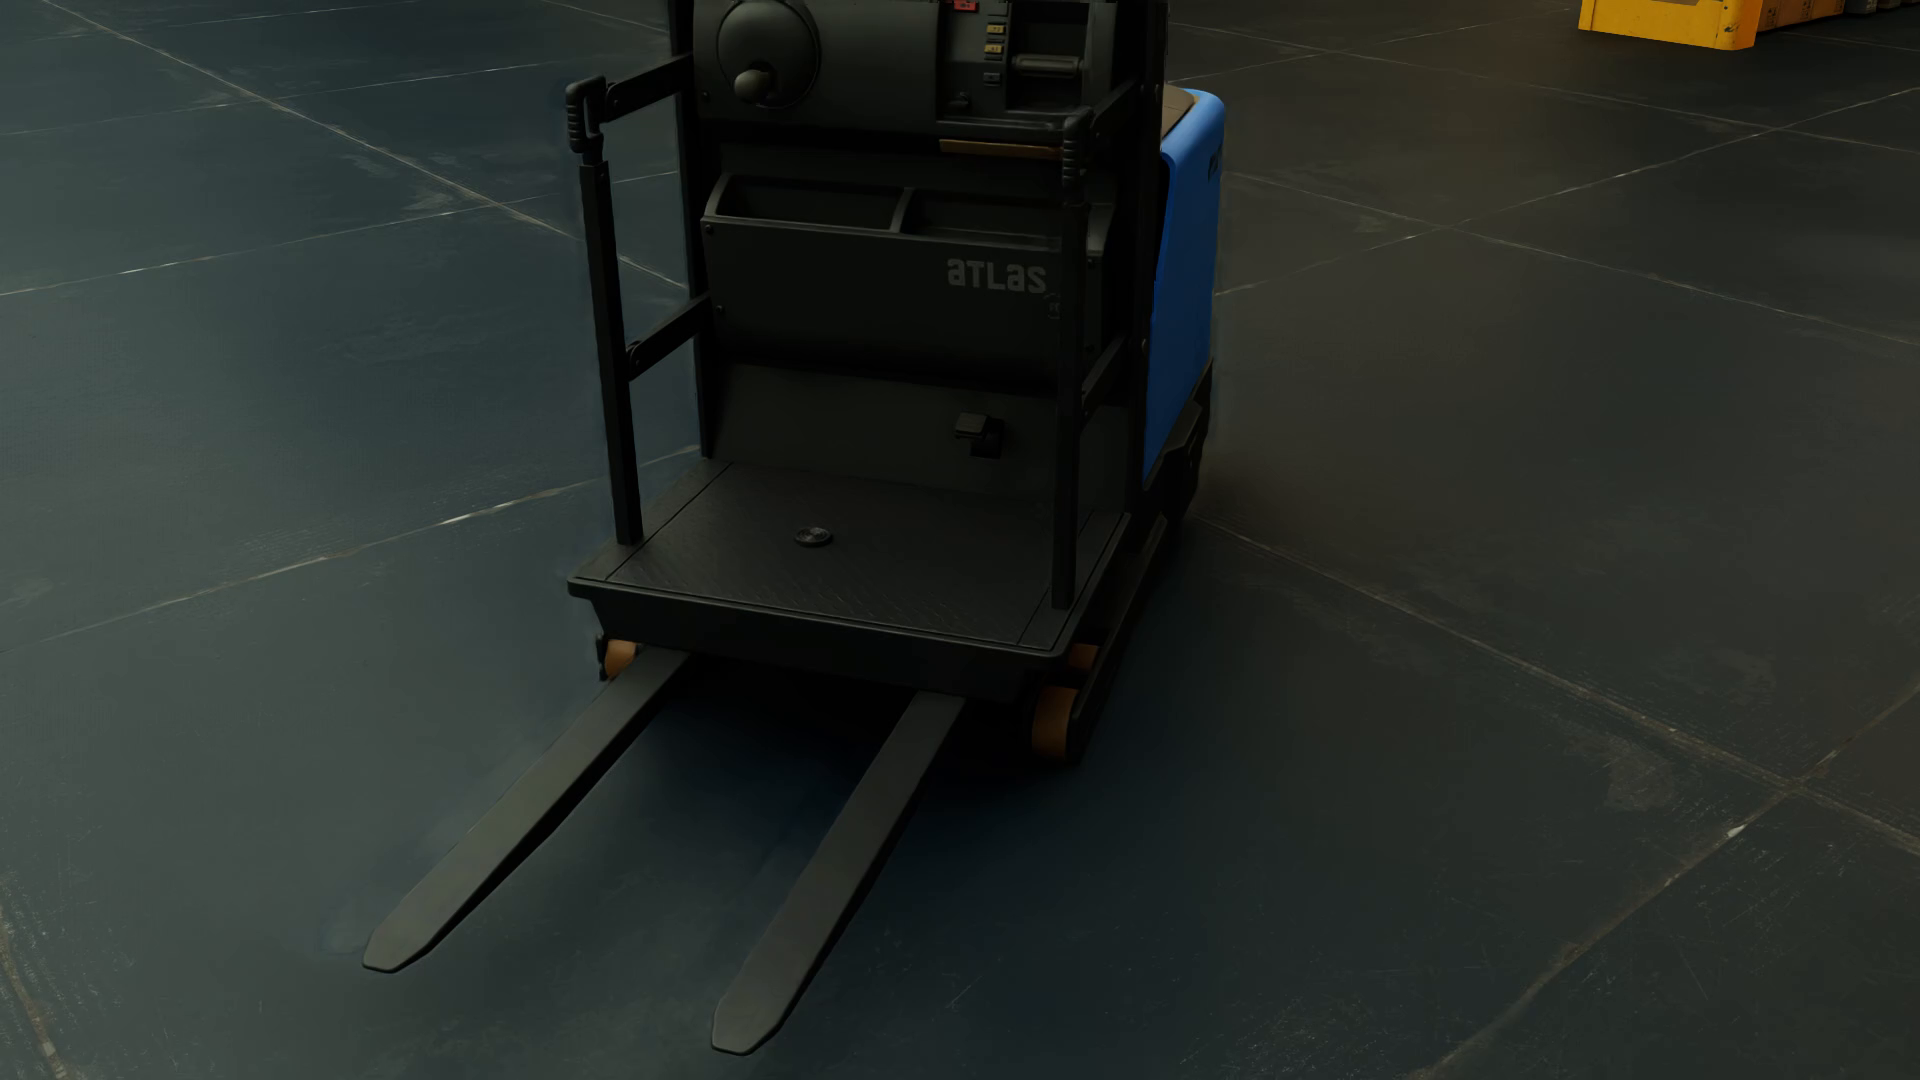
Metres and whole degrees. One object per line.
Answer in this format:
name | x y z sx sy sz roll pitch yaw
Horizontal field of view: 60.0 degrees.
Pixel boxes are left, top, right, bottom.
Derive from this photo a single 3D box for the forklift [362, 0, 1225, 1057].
forklift | -0.182 -1.037 3.293 1.130 2.935 3.031 8 27 16
